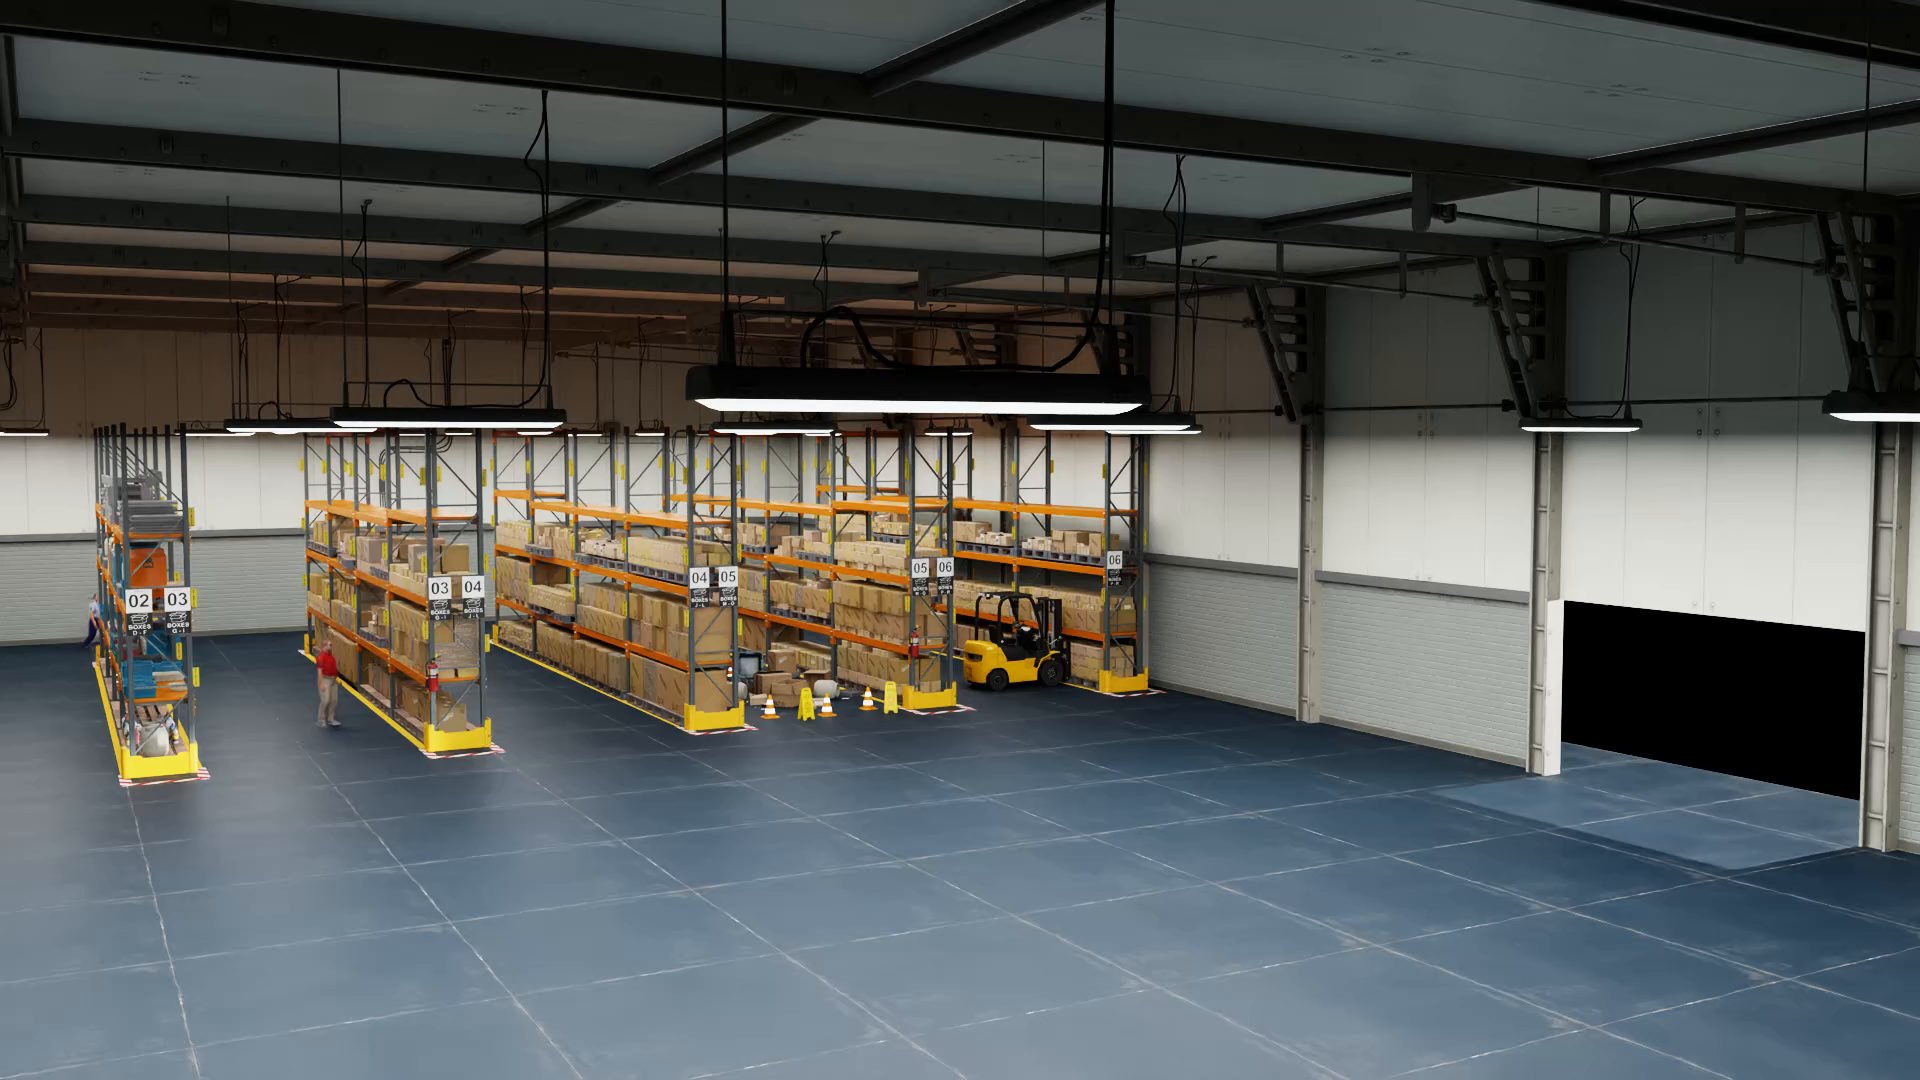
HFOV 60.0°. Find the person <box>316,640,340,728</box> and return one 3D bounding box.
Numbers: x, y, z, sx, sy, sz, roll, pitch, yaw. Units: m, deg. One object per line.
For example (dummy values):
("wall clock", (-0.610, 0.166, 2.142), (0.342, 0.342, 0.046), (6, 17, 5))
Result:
("person", (-12.630, 2.896, 33.286), (0.392, 1.815, 0.598), (1, 4, 15))

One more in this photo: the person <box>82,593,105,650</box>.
("person", (-23.216, 2.220, 44.724), (0.931, 1.578, 0.501), (2, 4, 28))
